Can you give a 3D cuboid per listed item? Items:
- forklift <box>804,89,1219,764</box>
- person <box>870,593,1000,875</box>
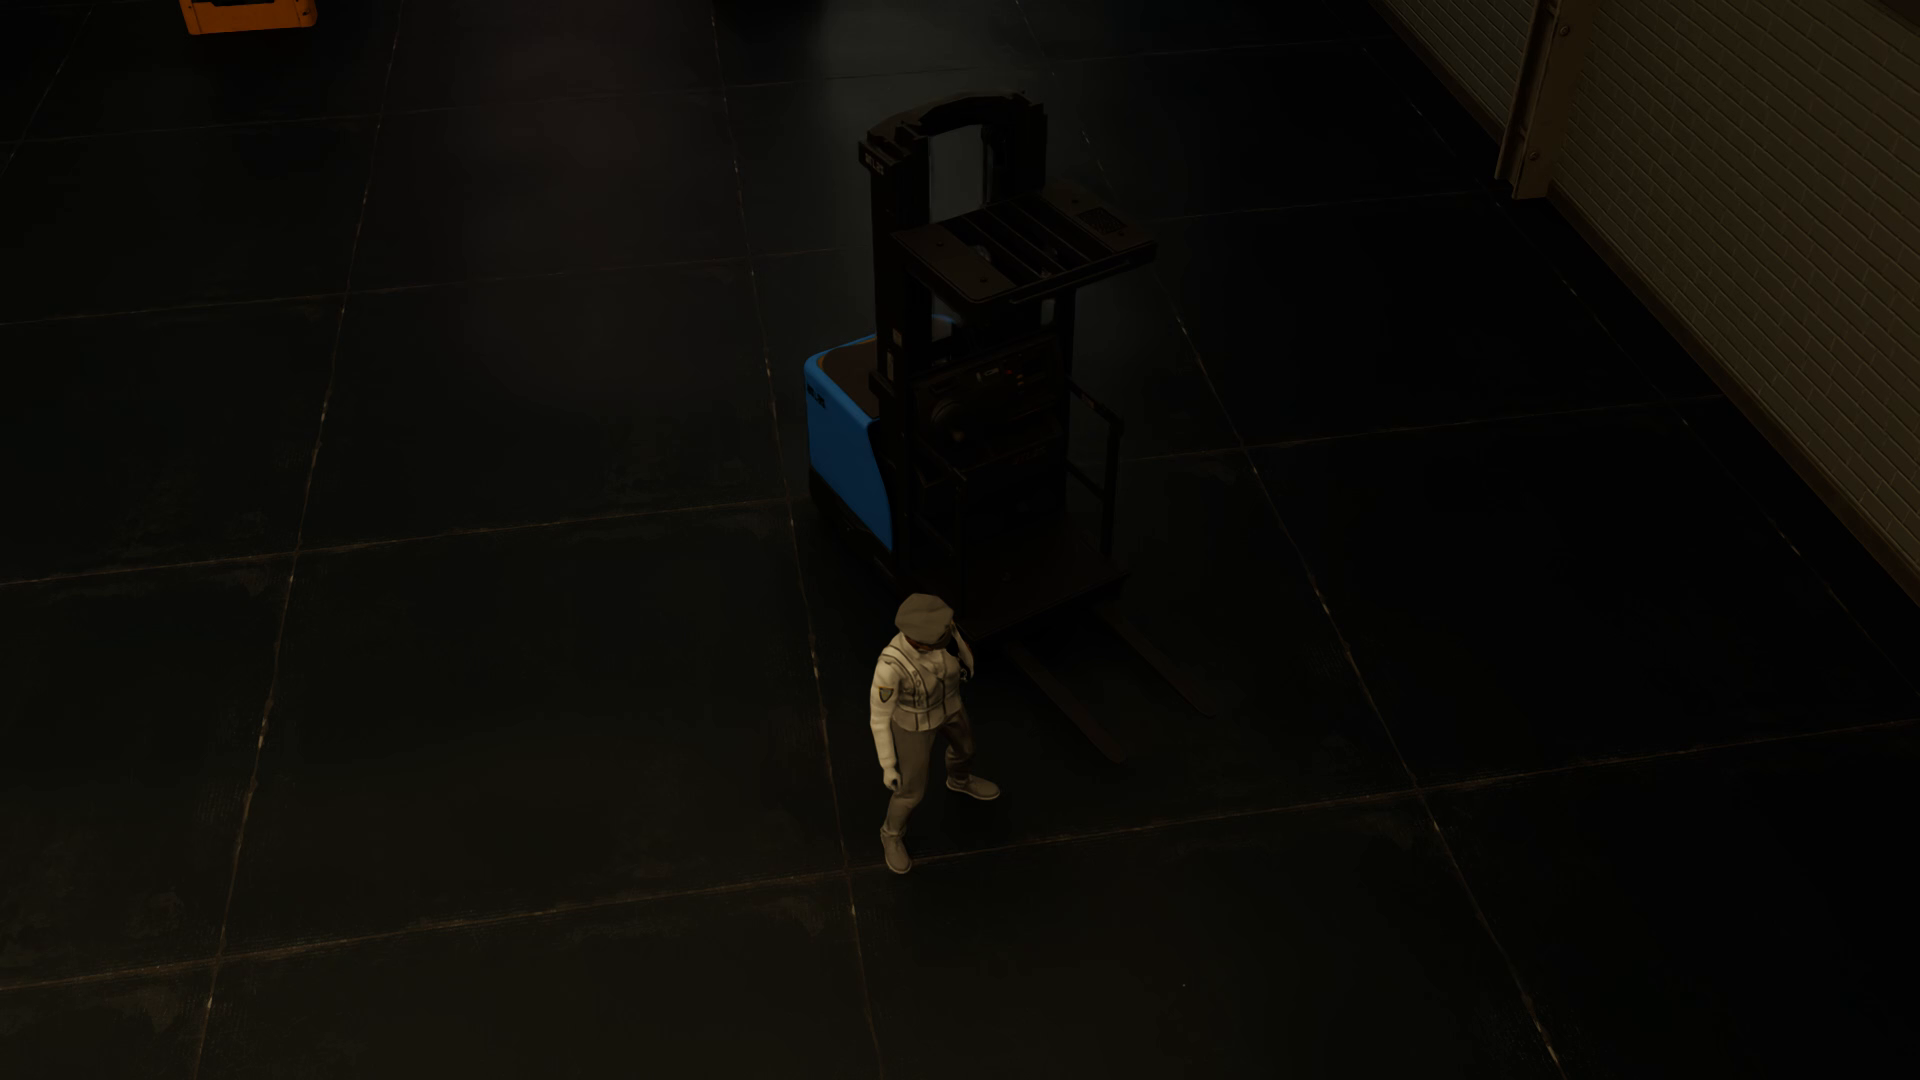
[{"bbox_3d":[0.276,-0.741,8.828,1.130,2.935,3.031,-22,45,-24],"label":"forklift"},{"bbox_3d":[-0.136,0.854,7.965,0.383,1.635,0.833,32,49,32],"label":"person"}]
